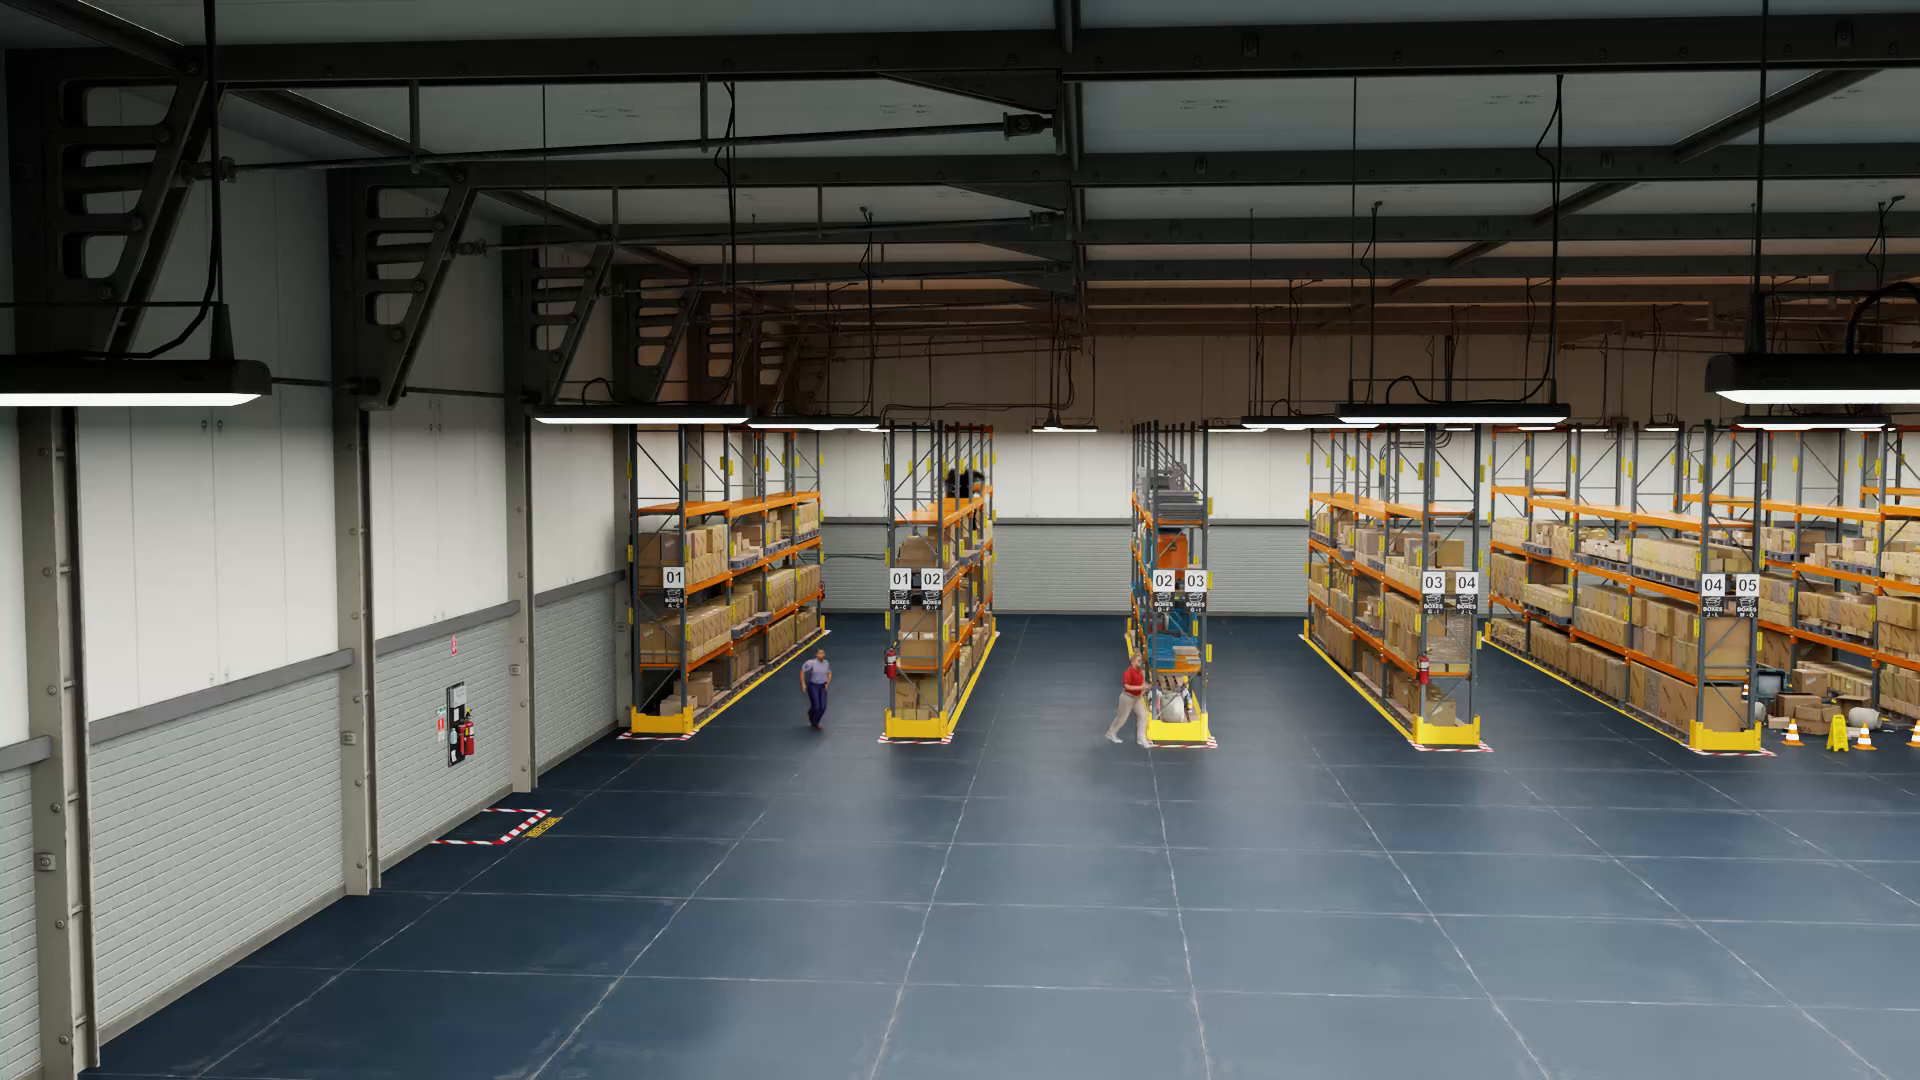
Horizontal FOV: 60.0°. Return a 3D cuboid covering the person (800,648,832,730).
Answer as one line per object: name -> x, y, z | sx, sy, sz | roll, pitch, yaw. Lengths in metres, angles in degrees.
person -> -2.782, 2.890, 32.332 | 0.661, 1.604, 0.521 | -2, 4, -29

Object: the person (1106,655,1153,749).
person -> 3.115, 2.951, 30.485 | 0.994, 1.728, 0.675 | 3, 5, 41

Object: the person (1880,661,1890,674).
person -> 21.920, 2.421, 39.015 | 0.563, 1.644, 0.903 | 0, 4, -3
